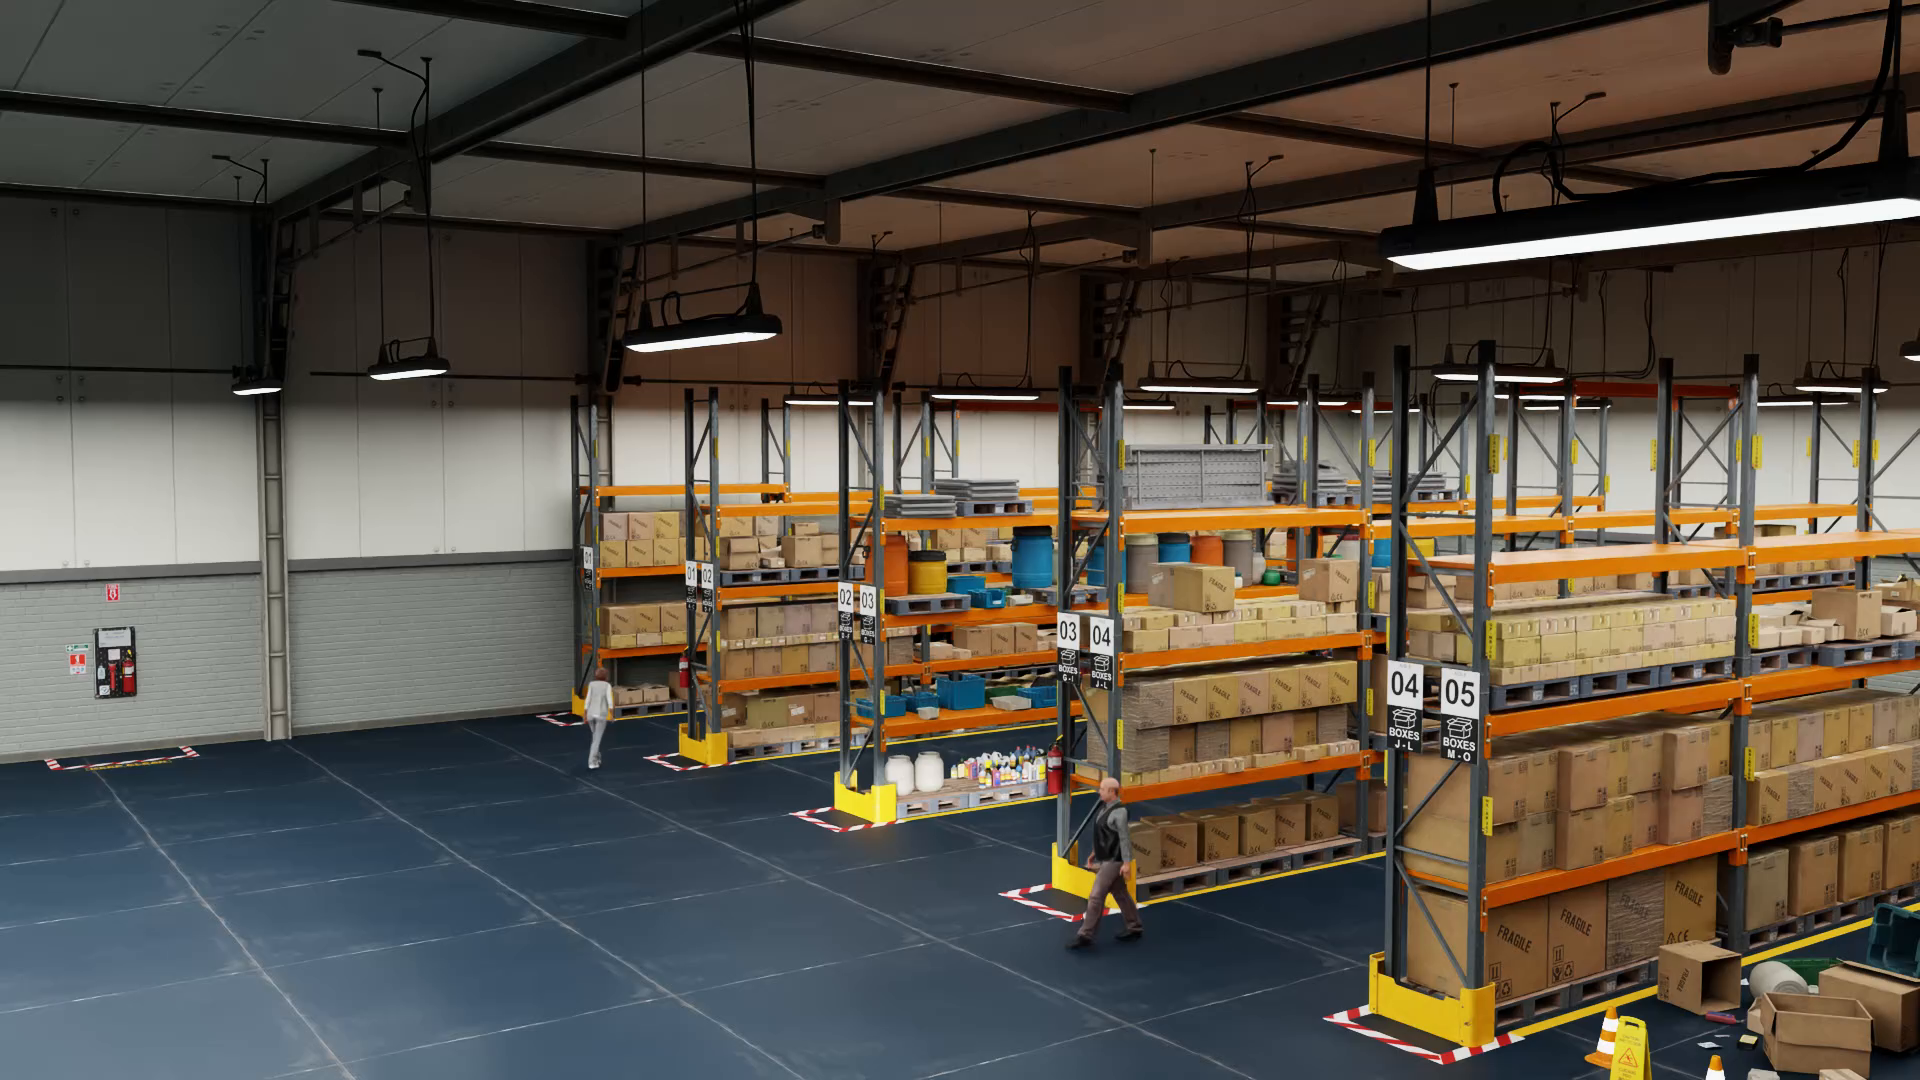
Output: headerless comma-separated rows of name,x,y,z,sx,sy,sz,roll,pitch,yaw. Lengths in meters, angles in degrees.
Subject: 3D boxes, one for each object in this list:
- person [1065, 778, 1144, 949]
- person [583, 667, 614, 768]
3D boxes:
person,1.468,3.265,17.002,0.888,1.671,0.573,0,3,-8
person,-5.702,2.813,26.210,0.463,1.618,0.632,1,4,13
